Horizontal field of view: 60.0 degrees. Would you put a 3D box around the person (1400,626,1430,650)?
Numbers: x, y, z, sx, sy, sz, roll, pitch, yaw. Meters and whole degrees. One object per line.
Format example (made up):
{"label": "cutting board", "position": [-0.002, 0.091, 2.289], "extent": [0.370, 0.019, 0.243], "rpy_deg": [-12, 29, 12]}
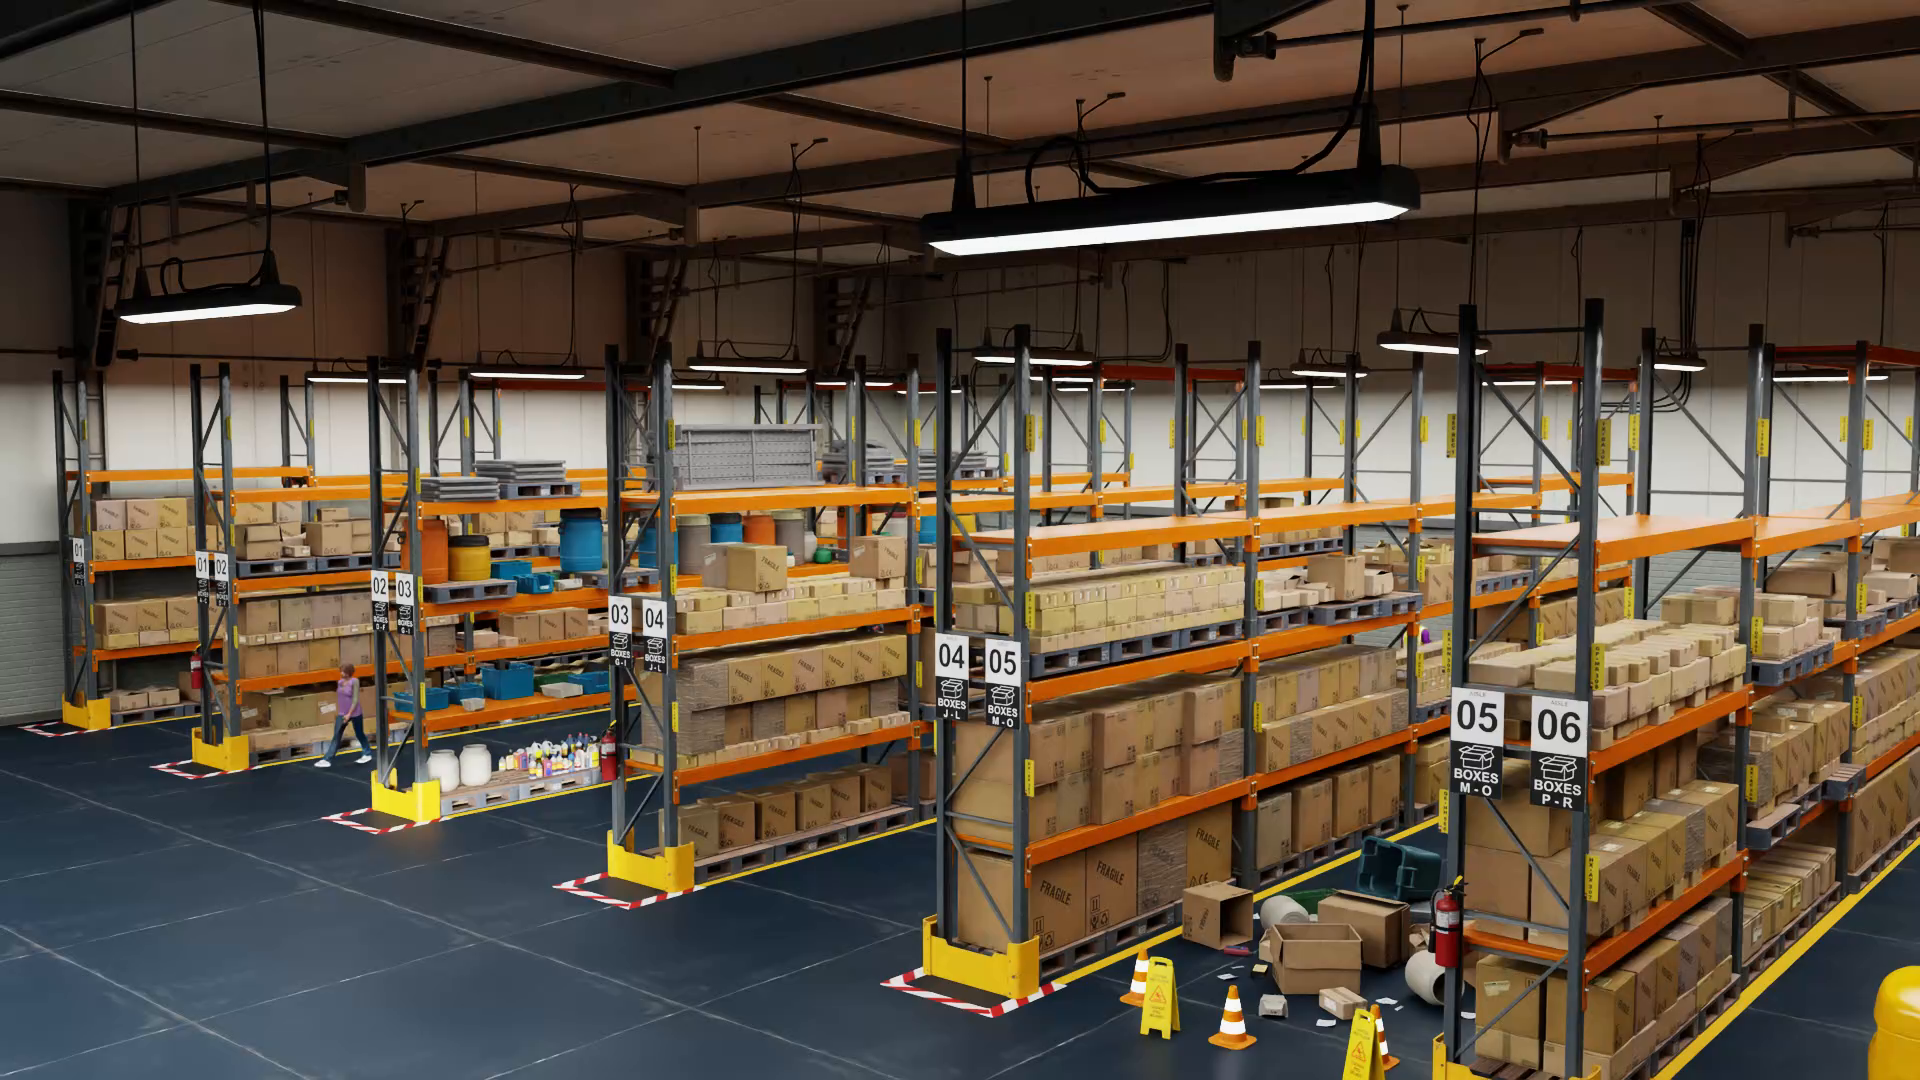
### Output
{"label": "person", "position": [8.193, 2.135, 29.986], "extent": [0.554, 1.712, 1.088], "rpy_deg": [2, 5, 24]}

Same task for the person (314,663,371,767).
{"label": "person", "position": [-9.116, 2.591, 24.647], "extent": [0.437, 1.546, 0.967], "rpy_deg": [1, 4, 17]}
